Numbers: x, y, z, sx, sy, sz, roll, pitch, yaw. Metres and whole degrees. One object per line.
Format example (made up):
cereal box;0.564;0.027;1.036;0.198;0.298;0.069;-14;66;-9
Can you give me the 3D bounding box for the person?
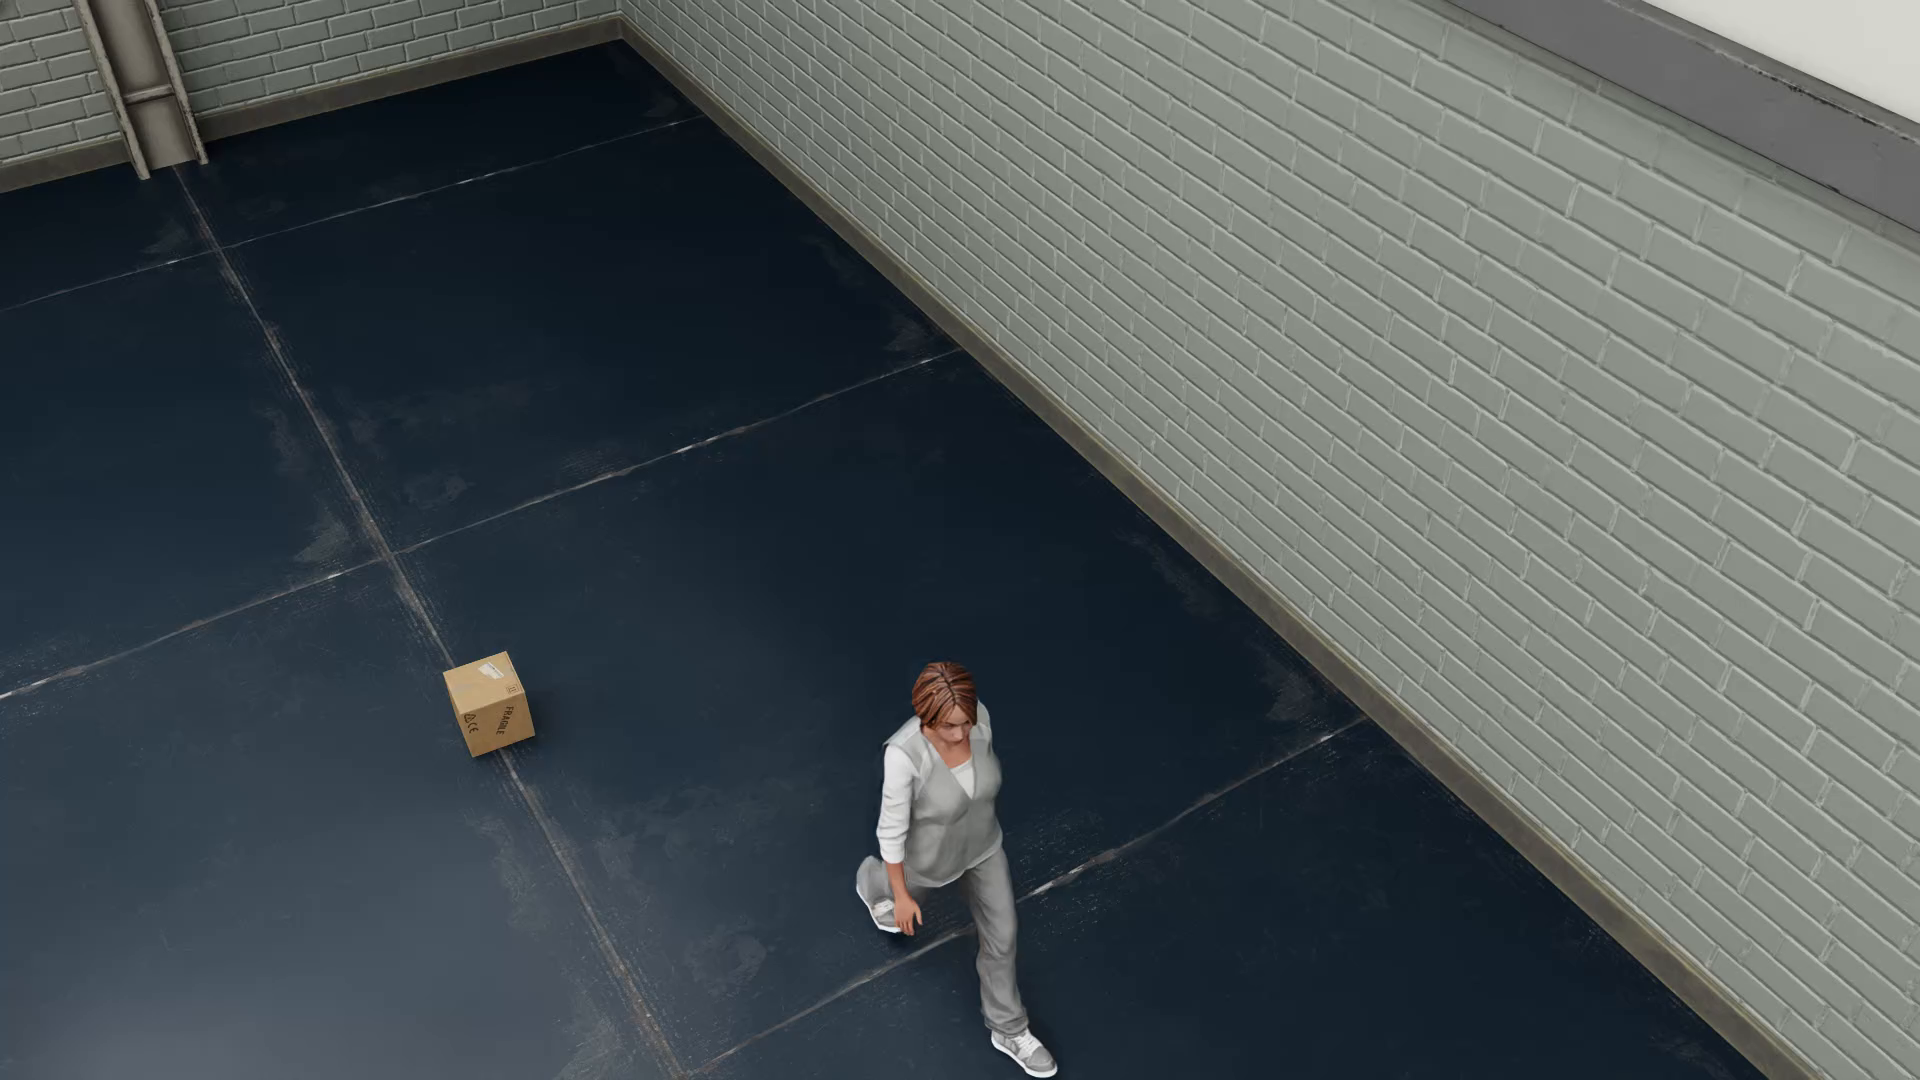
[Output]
person;-0.060;0.940;5.100;0.458;1.539;0.974;-22;46;-23
